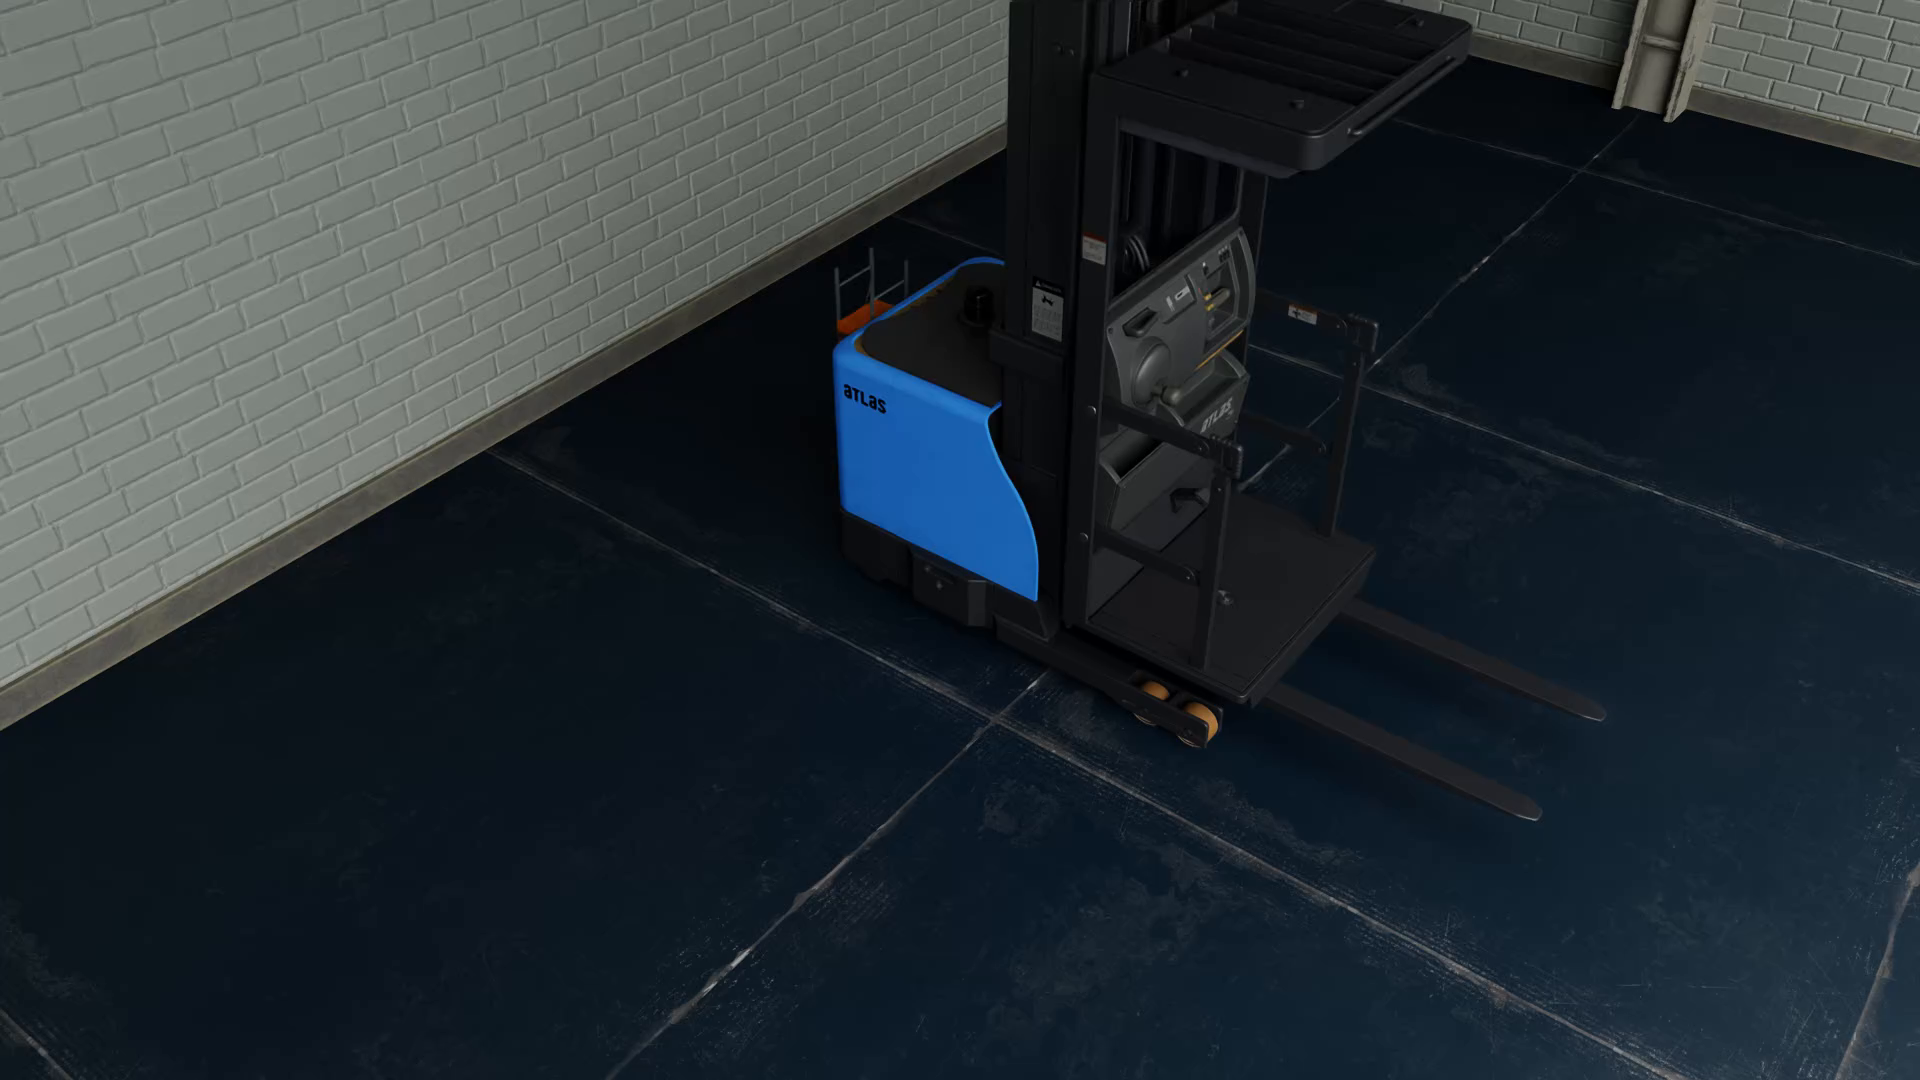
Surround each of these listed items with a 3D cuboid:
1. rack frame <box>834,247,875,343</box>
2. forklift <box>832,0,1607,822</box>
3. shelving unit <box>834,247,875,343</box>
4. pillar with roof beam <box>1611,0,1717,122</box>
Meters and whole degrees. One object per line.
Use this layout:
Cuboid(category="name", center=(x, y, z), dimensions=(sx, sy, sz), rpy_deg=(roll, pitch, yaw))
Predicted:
Cuboid(category="rack frame", center=(-0.432, -0.675, 7.139), dimensions=(0.006, 1.200, 0.240), rpy_deg=(25, 45, 28))
Cuboid(category="forklift", center=(0.963, -0.697, 5.871), dimensions=(3.031, 2.797, 1.129), rpy_deg=(25, 45, 28))
Cuboid(category="shelving unit", center=(-0.361, -0.642, 7.097), dimensions=(0.184, 1.200, 0.258), rpy_deg=(25, 45, 28))
Cuboid(category="pillar with roof beam", center=(1.884, -4.262, 5.394), dimensions=(0.400, 9.000, 9.100), rpy_deg=(25, 45, 29))
